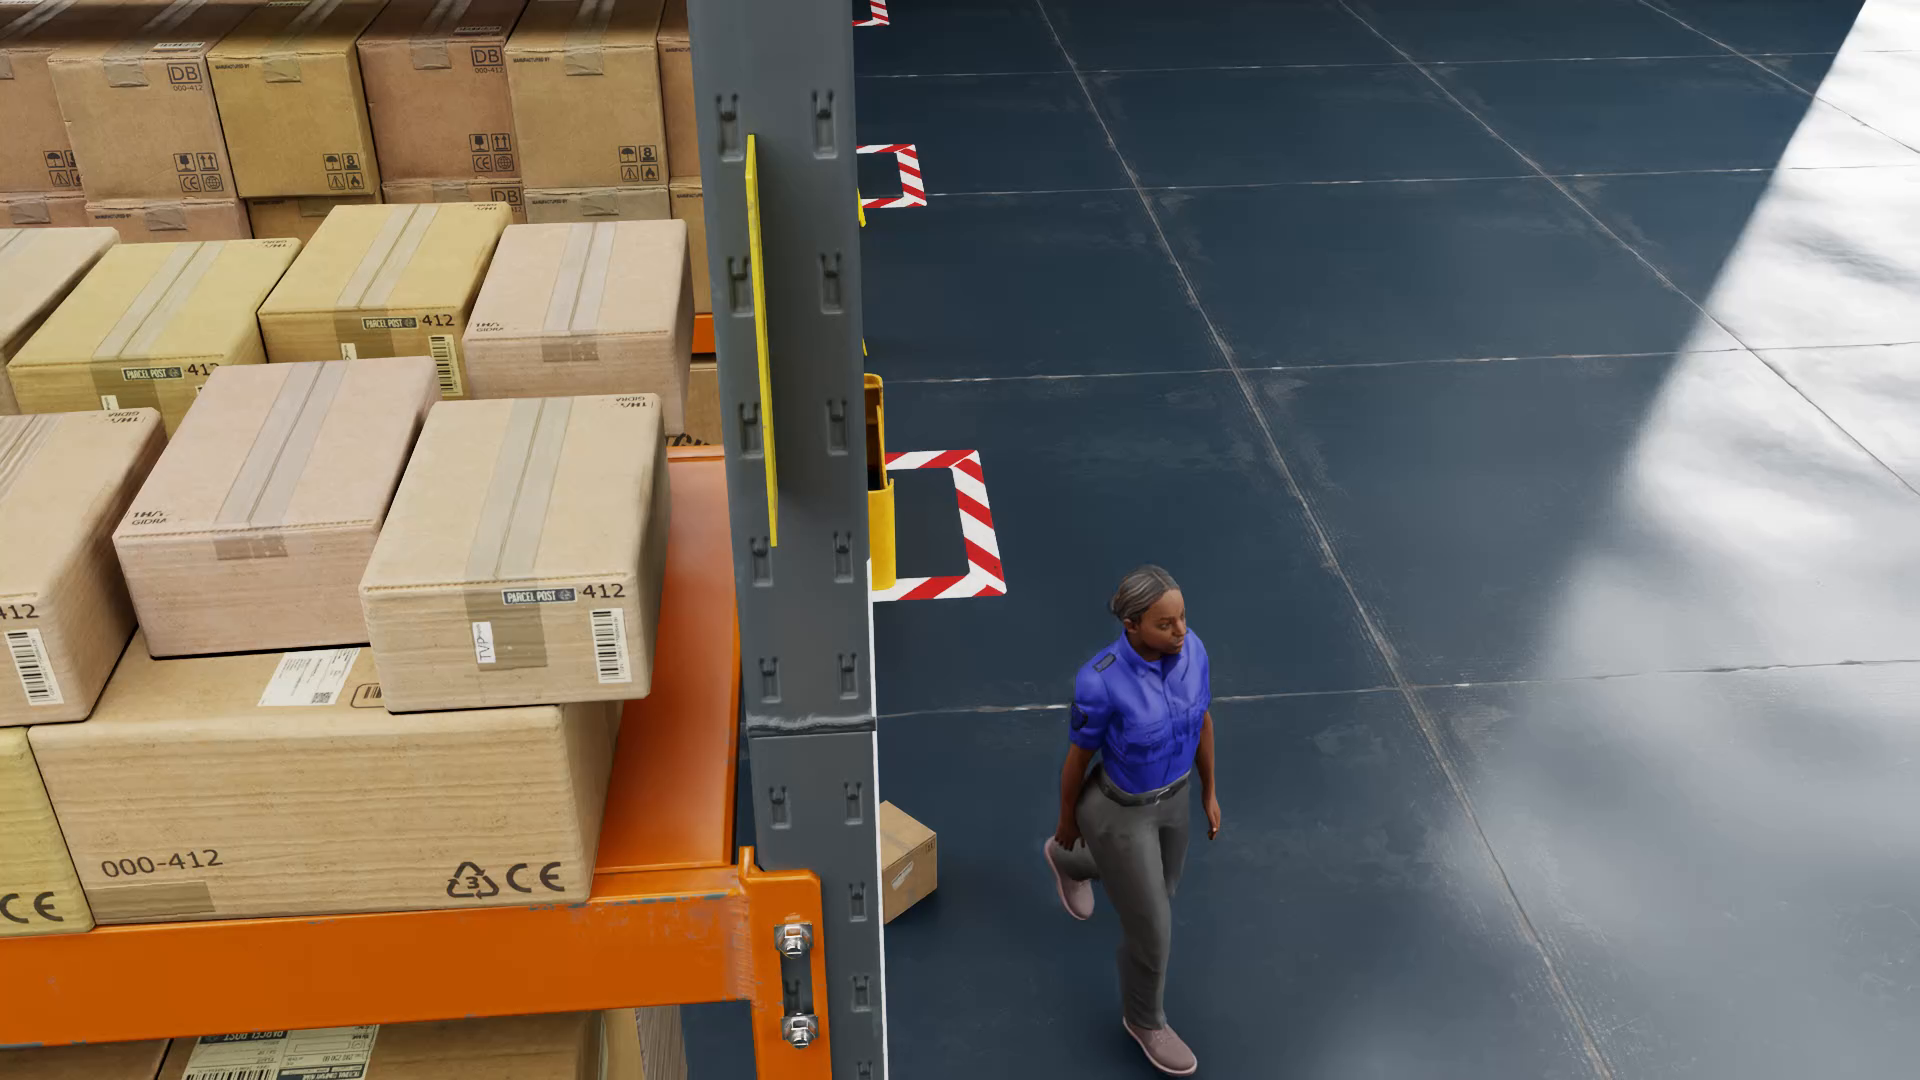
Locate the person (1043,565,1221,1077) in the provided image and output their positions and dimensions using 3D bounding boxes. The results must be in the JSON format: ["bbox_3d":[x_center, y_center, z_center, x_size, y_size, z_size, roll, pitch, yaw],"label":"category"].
[{"bbox_3d":[0.492,0.736,4.914,0.459,1.617,0.846,-22,38,-32],"label":"person"}]
